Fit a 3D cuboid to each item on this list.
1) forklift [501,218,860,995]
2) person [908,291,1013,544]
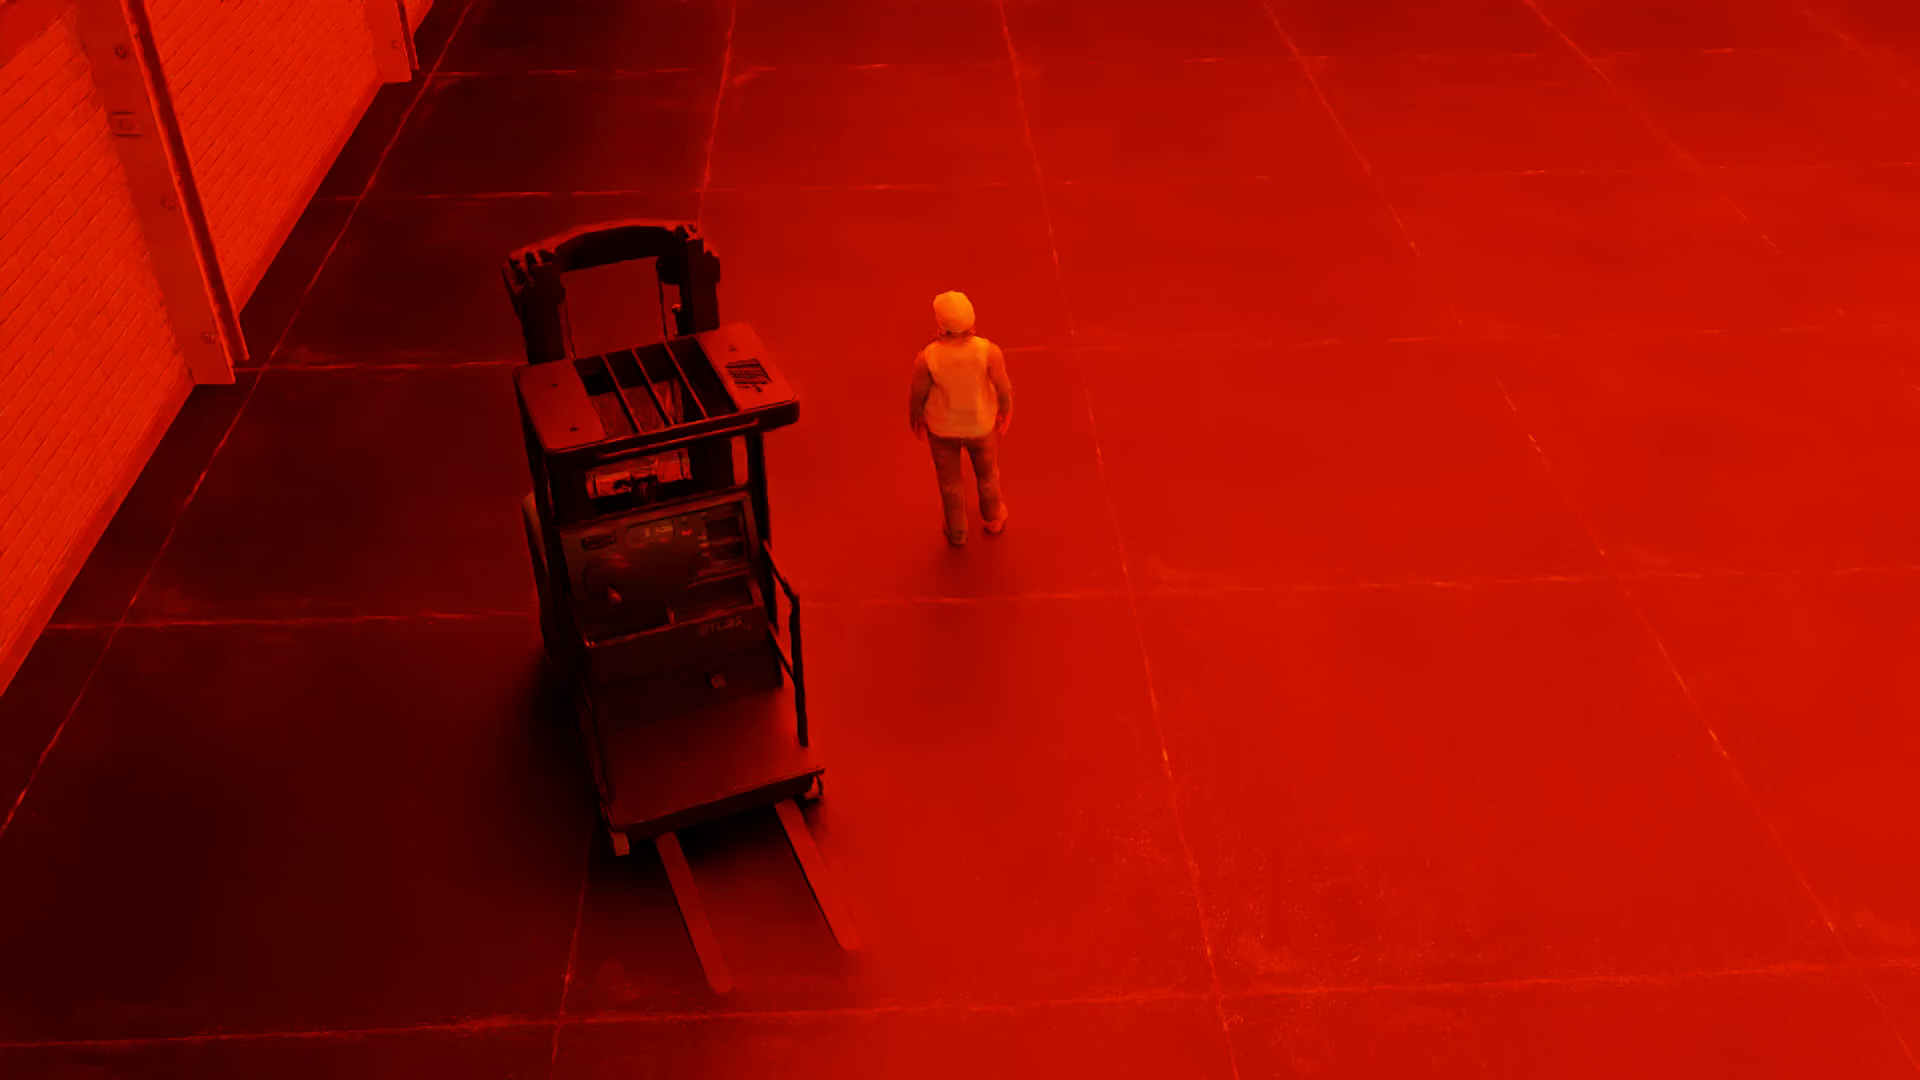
[{"bbox_3d":[-1.356,0.111,7.859,1.130,2.935,3.031,-14,38,-18],"label":"forklift"},{"bbox_3d":[0.005,-0.760,10.024,0.632,1.773,0.567,-2,36,-2],"label":"person"}]
